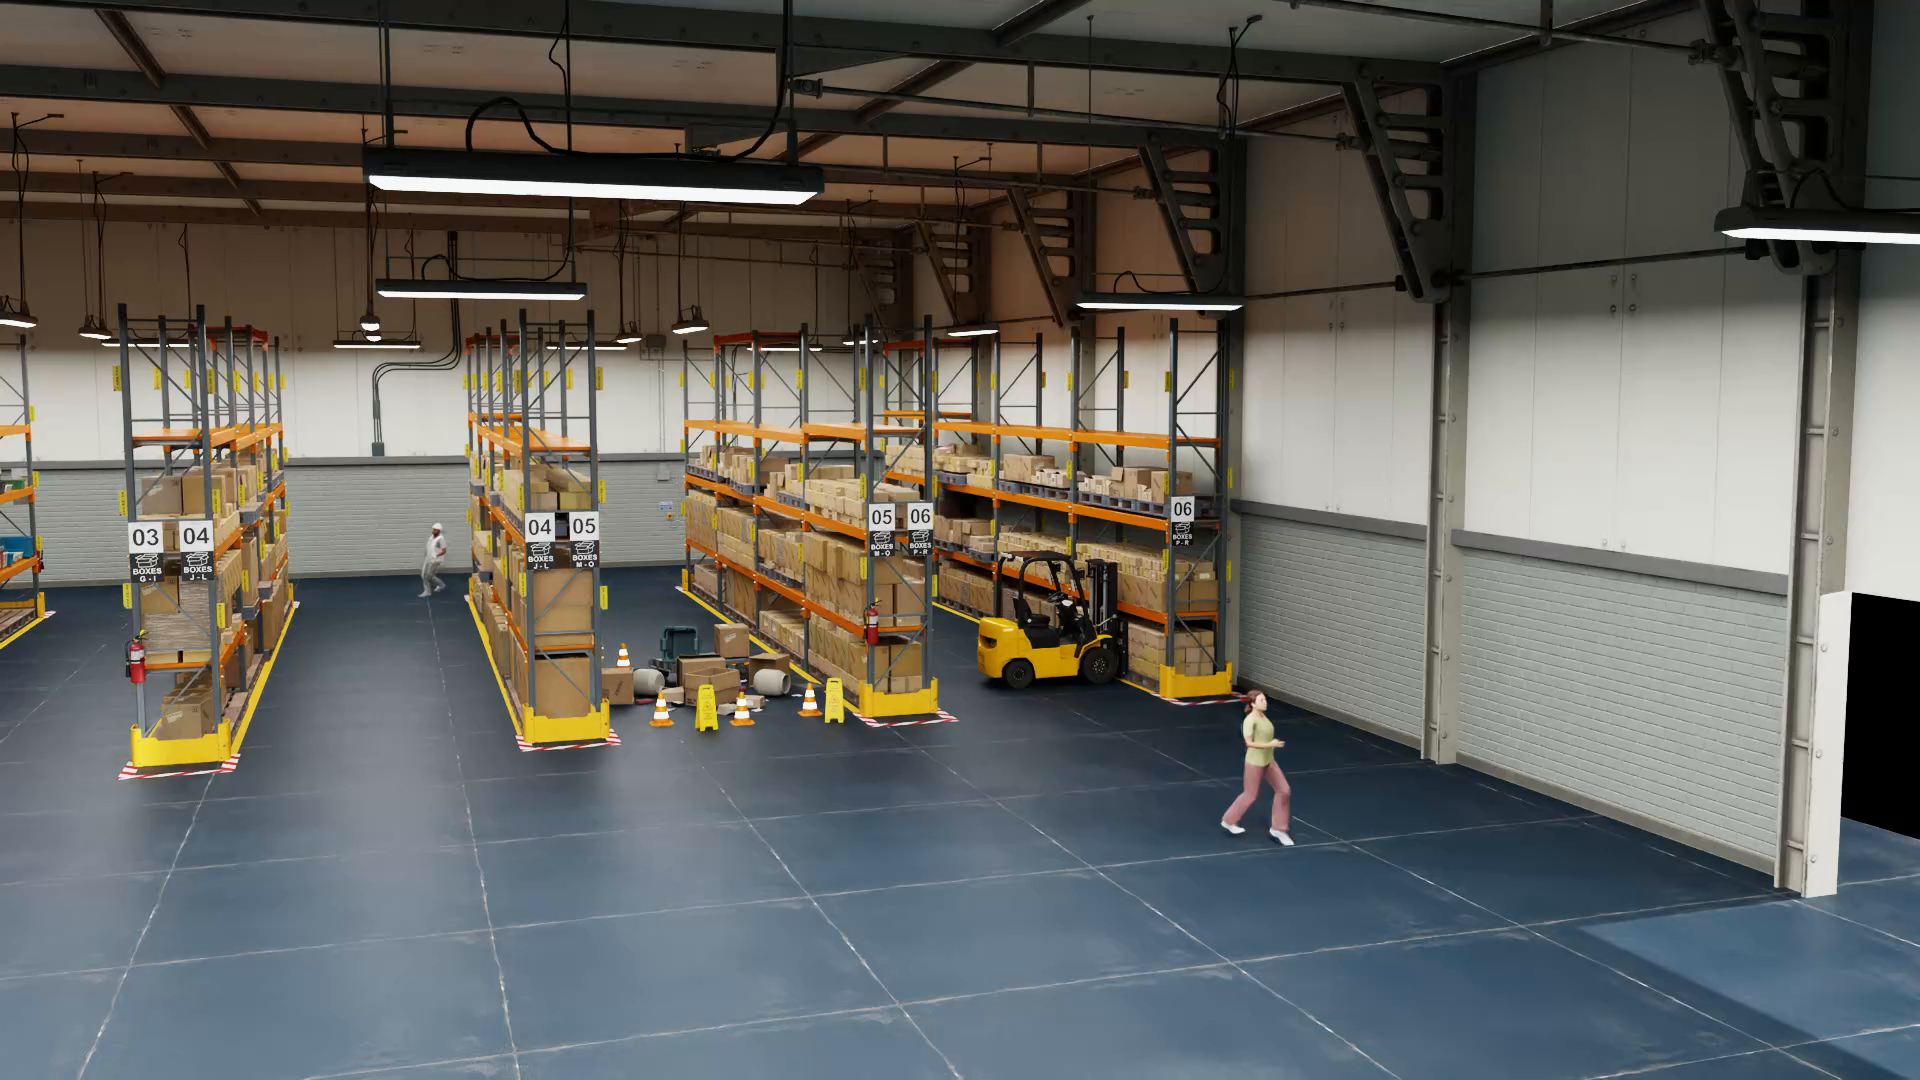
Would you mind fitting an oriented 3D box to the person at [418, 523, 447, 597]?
[{"bbox_3d":[-12.238,0.476,38.803,0.713,1.719,0.675,5,7,42],"label":"person"}]

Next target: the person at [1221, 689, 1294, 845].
[{"bbox_3d":[3.257,2.430,18.160,0.818,1.619,0.578,4,7,39],"label":"person"}]
